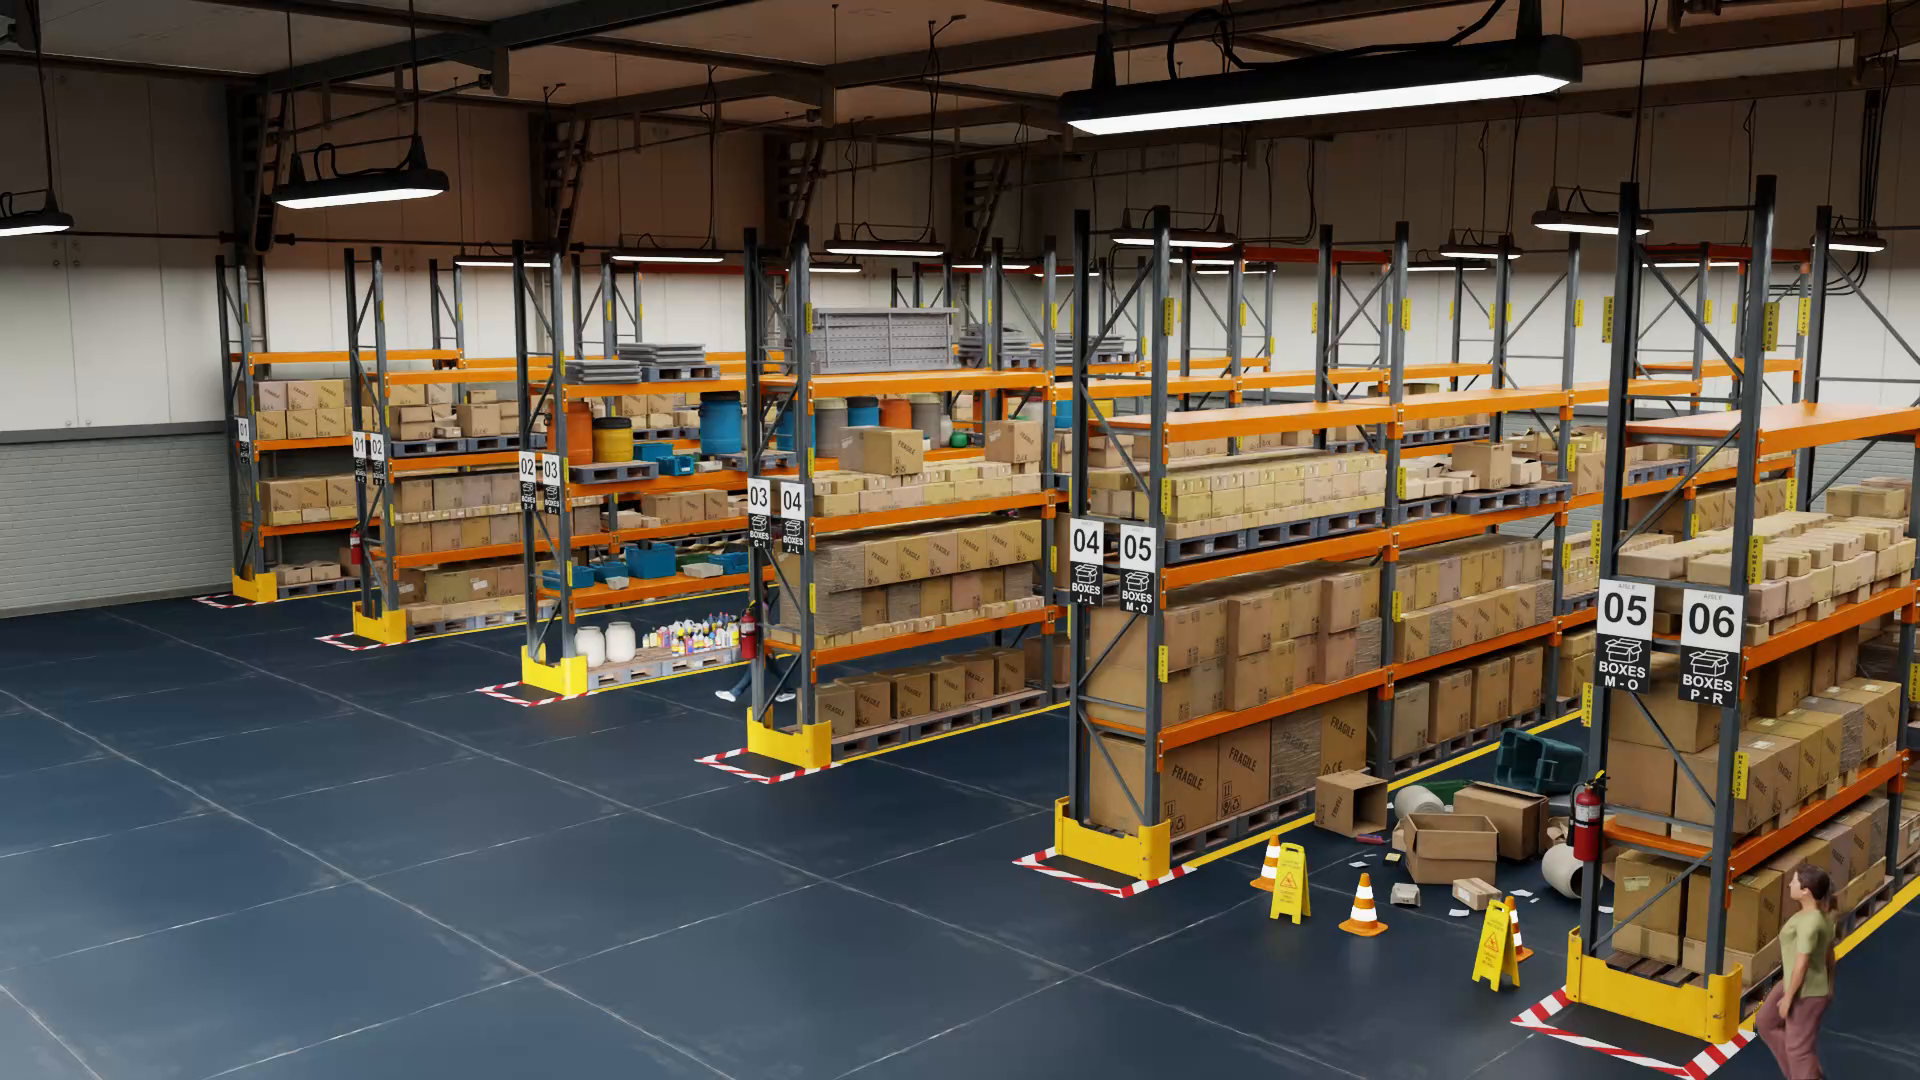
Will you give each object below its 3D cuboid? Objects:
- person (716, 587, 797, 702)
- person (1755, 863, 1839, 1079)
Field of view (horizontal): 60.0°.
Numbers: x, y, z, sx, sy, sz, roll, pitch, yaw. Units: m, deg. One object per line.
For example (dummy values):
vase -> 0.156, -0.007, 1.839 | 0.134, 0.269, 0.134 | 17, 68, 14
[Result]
person -> -2.643, 1.352, 21.519 | 1.027, 1.533, 0.439 | 0, 8, -1
person -> 5.274, 2.858, 10.480 | 0.445, 1.682, 0.457 | 4, 9, 24
